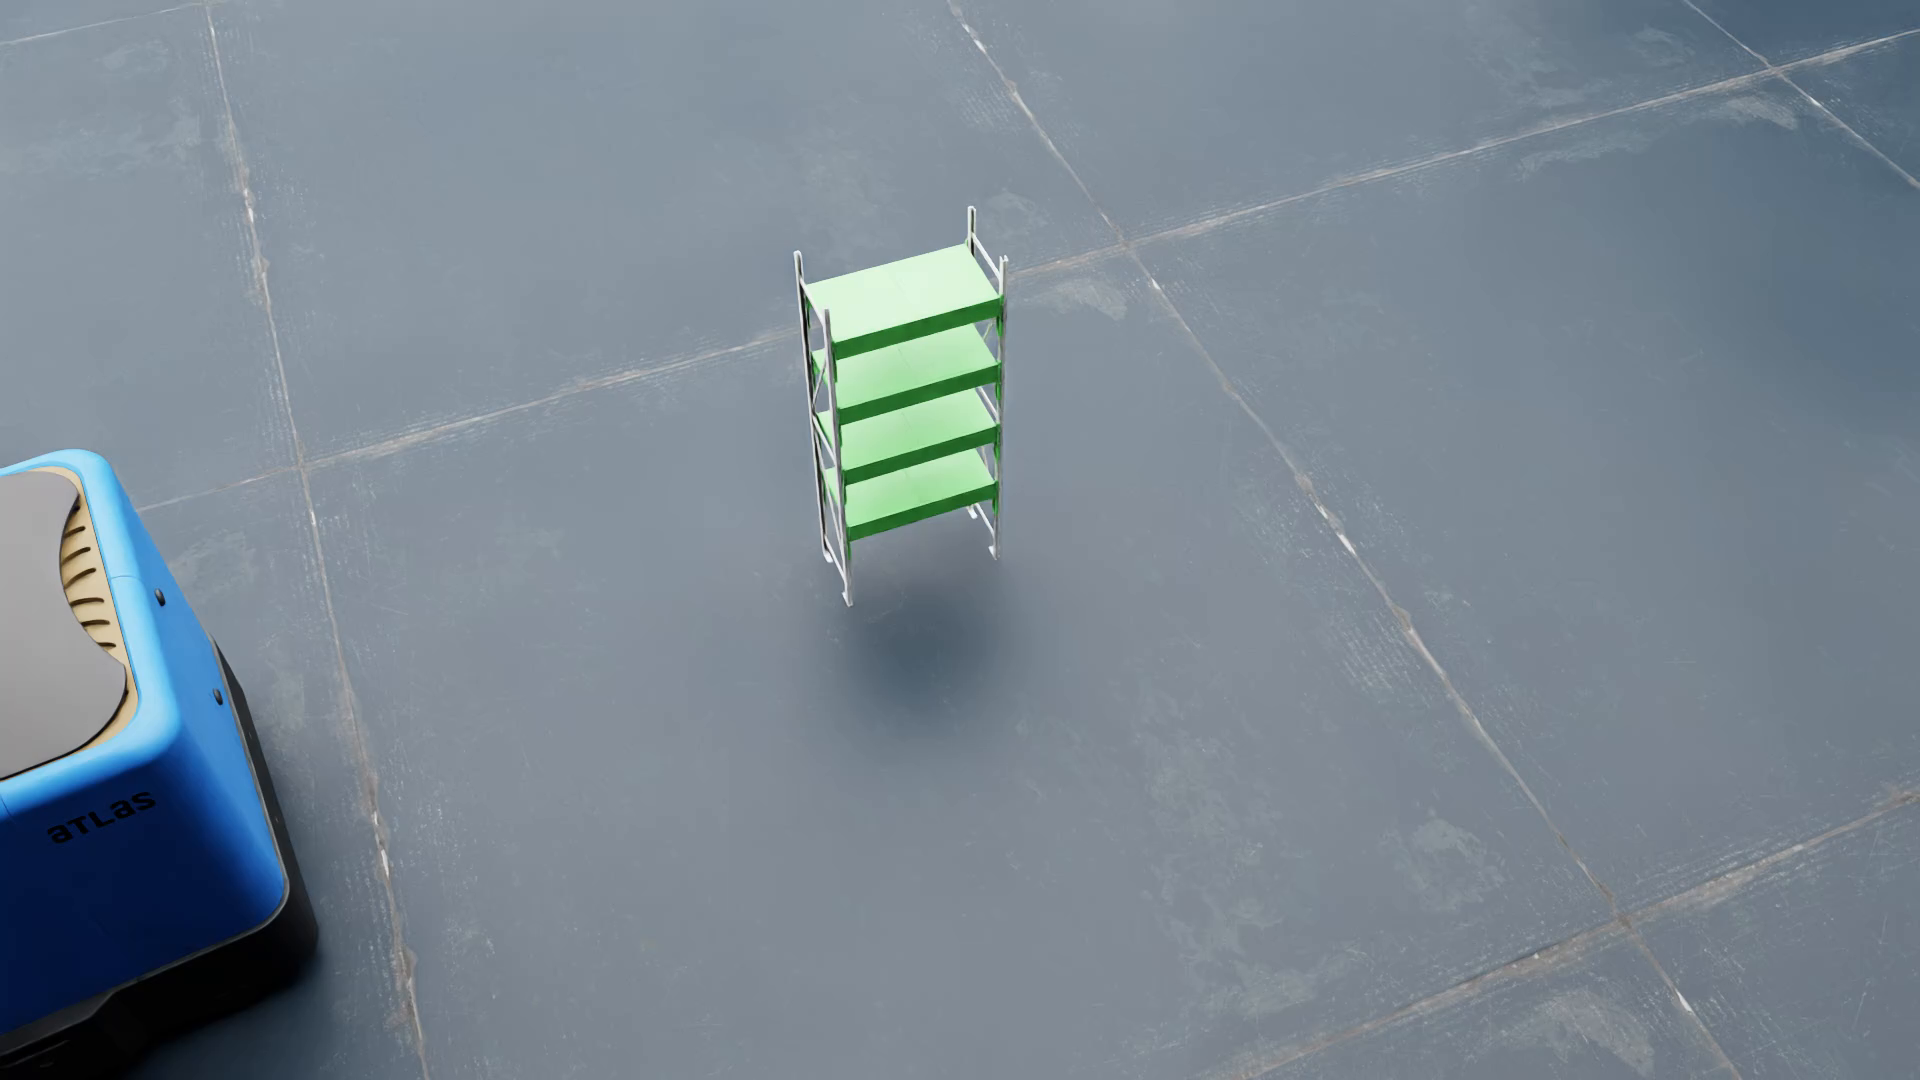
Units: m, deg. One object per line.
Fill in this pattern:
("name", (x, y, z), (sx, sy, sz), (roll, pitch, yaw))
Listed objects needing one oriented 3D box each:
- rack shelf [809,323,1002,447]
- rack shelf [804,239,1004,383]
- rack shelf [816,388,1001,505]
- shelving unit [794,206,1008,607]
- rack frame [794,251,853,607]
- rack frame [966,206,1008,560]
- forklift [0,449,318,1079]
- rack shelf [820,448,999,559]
("rack shelf", (-0.153, -0.458, 4.620), (0.480, 0.148, 0.258), (-17, 52, -14))
("rack shelf", (-0.153, -0.615, 4.438), (0.480, 0.148, 0.258), (-17, 52, -14))
("rack shelf", (-0.153, -0.302, 4.803), (0.480, 0.148, 0.258), (-17, 52, -14))
("shelving unit", (-0.153, -0.343, 4.754), (0.503, 1.200, 0.258), (-17, 52, -14))
("rack frame", (-0.379, -0.273, 4.694), (0.015, 1.200, 0.240), (-17, 52, -14))
("rack frame", (0.073, -0.413, 4.814), (0.015, 1.200, 0.240), (-17, 52, -14))
("forklift", (-3.195, 0.354, 3.014), (3.031, 2.935, 1.130), (-22, 53, -18))
("rack shelf", (-0.153, -0.145, 4.985), (0.480, 0.148, 0.258), (-17, 52, -14))
